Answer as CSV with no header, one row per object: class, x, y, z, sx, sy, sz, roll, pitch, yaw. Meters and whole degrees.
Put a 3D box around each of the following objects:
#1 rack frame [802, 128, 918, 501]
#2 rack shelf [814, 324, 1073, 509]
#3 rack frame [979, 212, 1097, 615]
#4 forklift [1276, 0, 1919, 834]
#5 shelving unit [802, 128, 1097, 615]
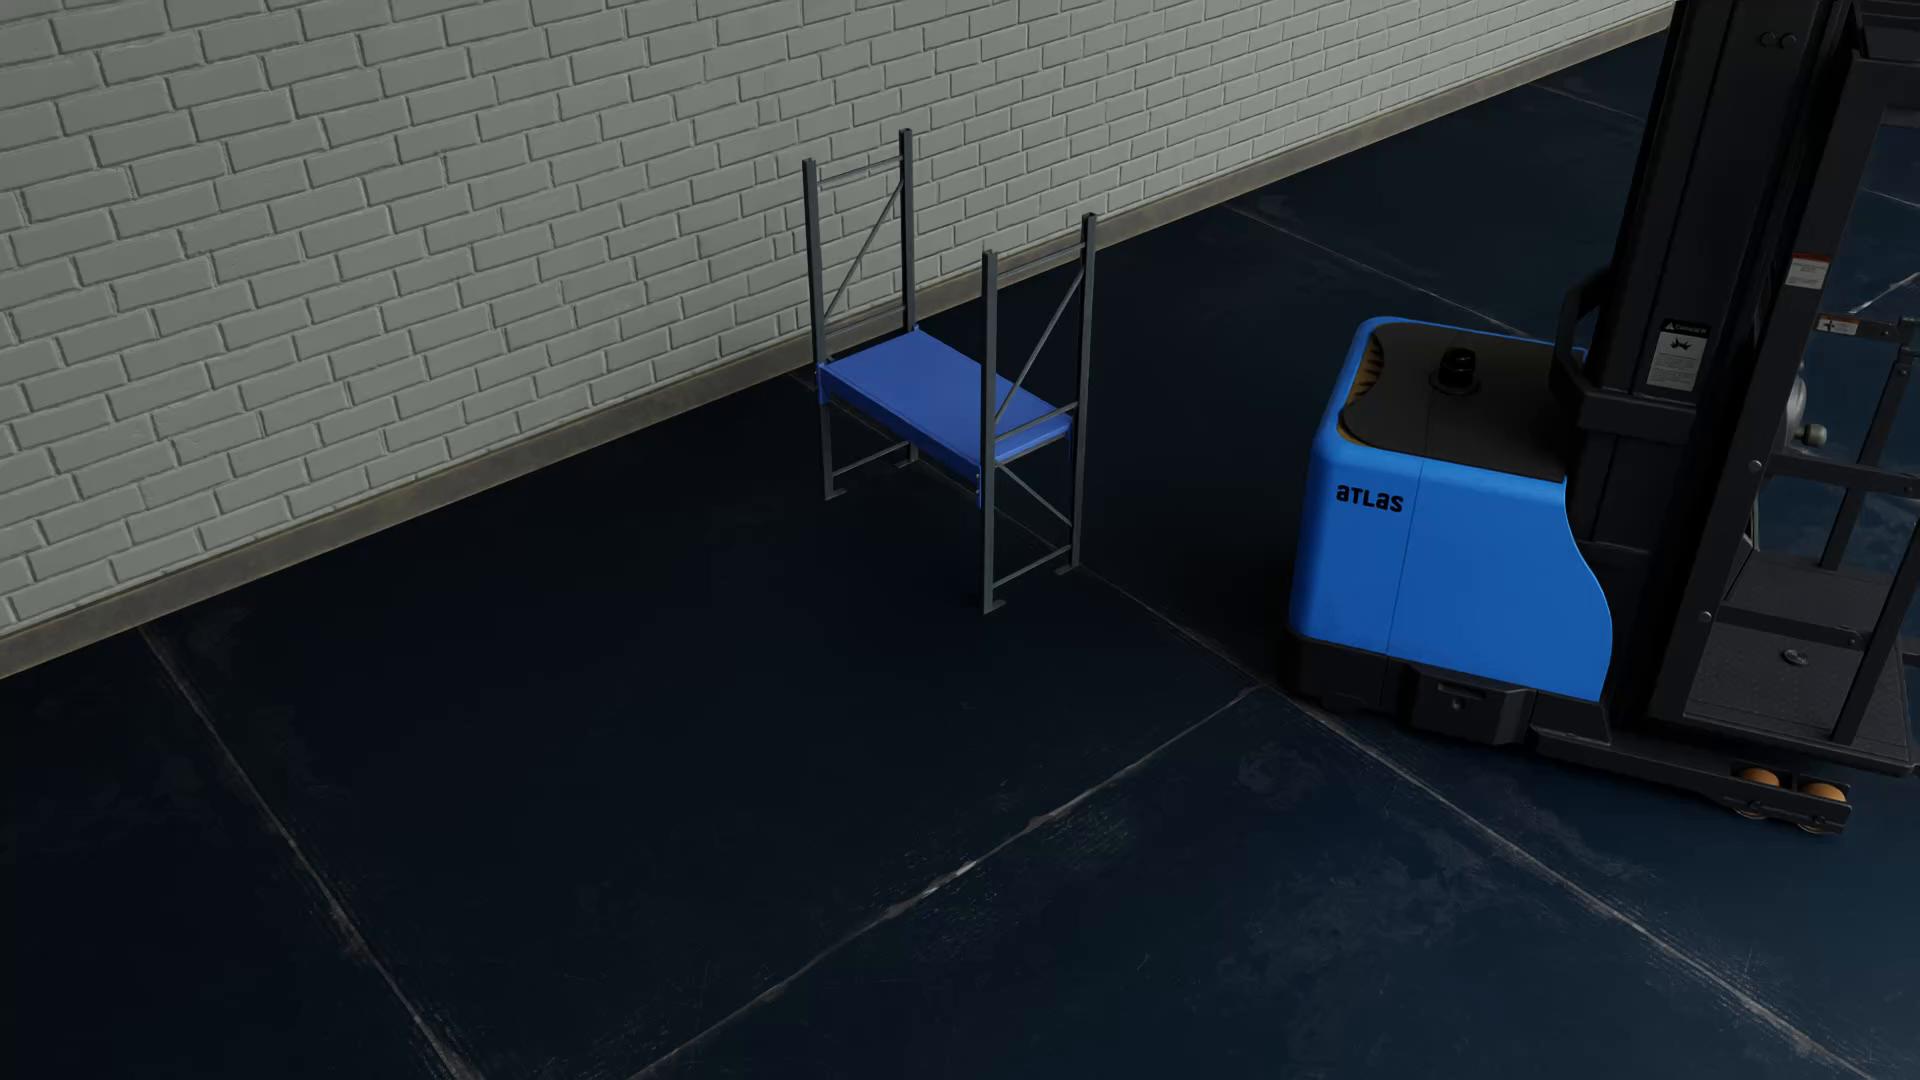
rack frame,-0.383,-0.874,6.687,0.500,1.500,0.032,-26,43,-32
rack shelf,-0.055,-0.503,6.474,0.538,0.185,1.000,-26,43,-32
rack frame,0.273,-0.425,6.053,0.500,1.500,0.032,-26,43,-32
forklift,2.701,-0.590,5.047,3.031,2.935,1.130,12,37,17
shelving unit,-0.055,-0.650,6.370,0.538,1.500,1.048,-26,43,-32
